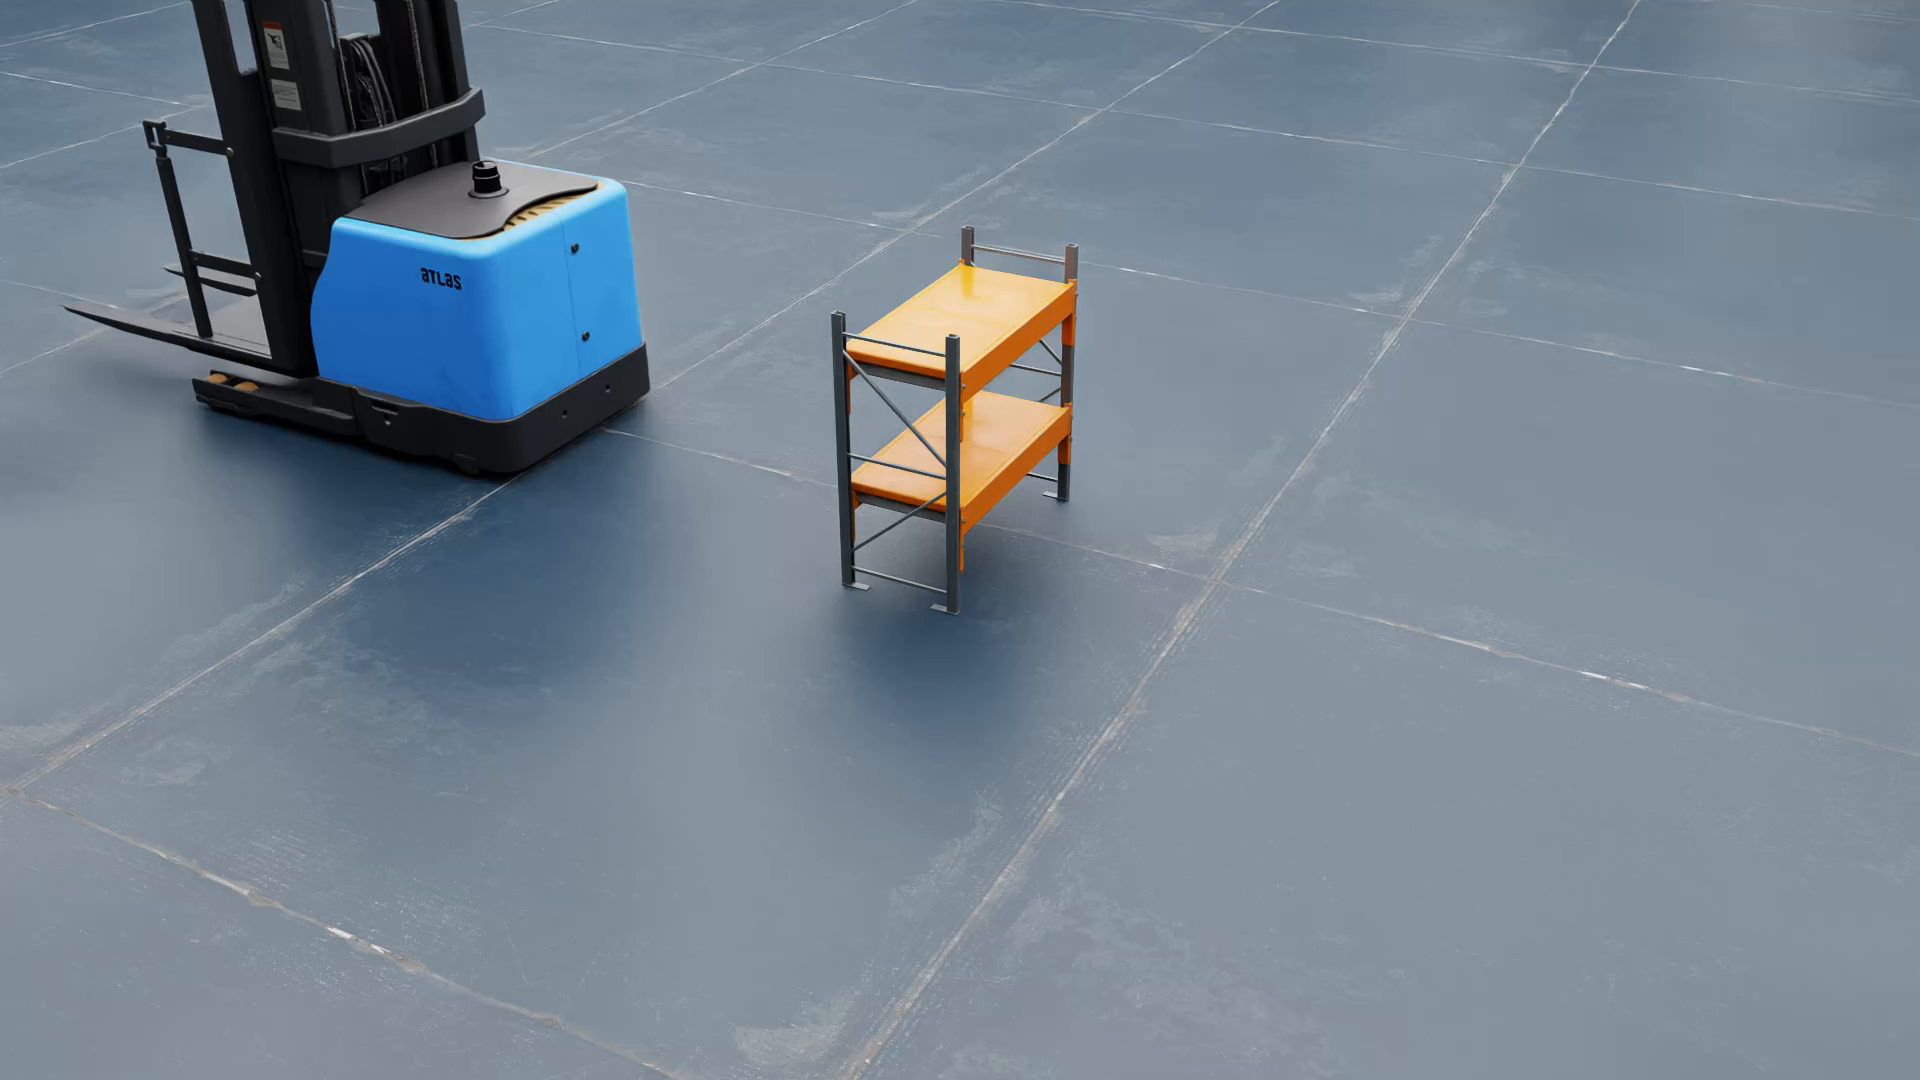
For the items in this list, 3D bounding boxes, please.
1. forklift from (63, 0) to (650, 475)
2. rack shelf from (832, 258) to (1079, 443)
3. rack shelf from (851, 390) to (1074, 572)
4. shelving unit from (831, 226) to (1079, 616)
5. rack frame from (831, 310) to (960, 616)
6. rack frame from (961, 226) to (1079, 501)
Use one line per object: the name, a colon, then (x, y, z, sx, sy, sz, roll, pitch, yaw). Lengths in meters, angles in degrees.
forklift: (-3.010, -2.055, 7.386, 3.031, 2.935, 1.130, 14, 33, 24)
rack shelf: (0.003, -0.745, 6.329, 0.538, 0.278, 1.000, 14, 33, 23)
rack shelf: (0.003, -0.279, 6.597, 0.538, 0.278, 1.000, 14, 33, 23)
shelving unit: (0.003, -0.491, 6.475, 0.538, 1.125, 1.048, 14, 33, 23)
rack frame: (-0.229, -0.265, 6.083, 0.500, 1.125, 0.032, 14, 33, 23)
rack frame: (0.235, -0.716, 6.868, 0.500, 1.125, 0.032, 14, 33, 23)
